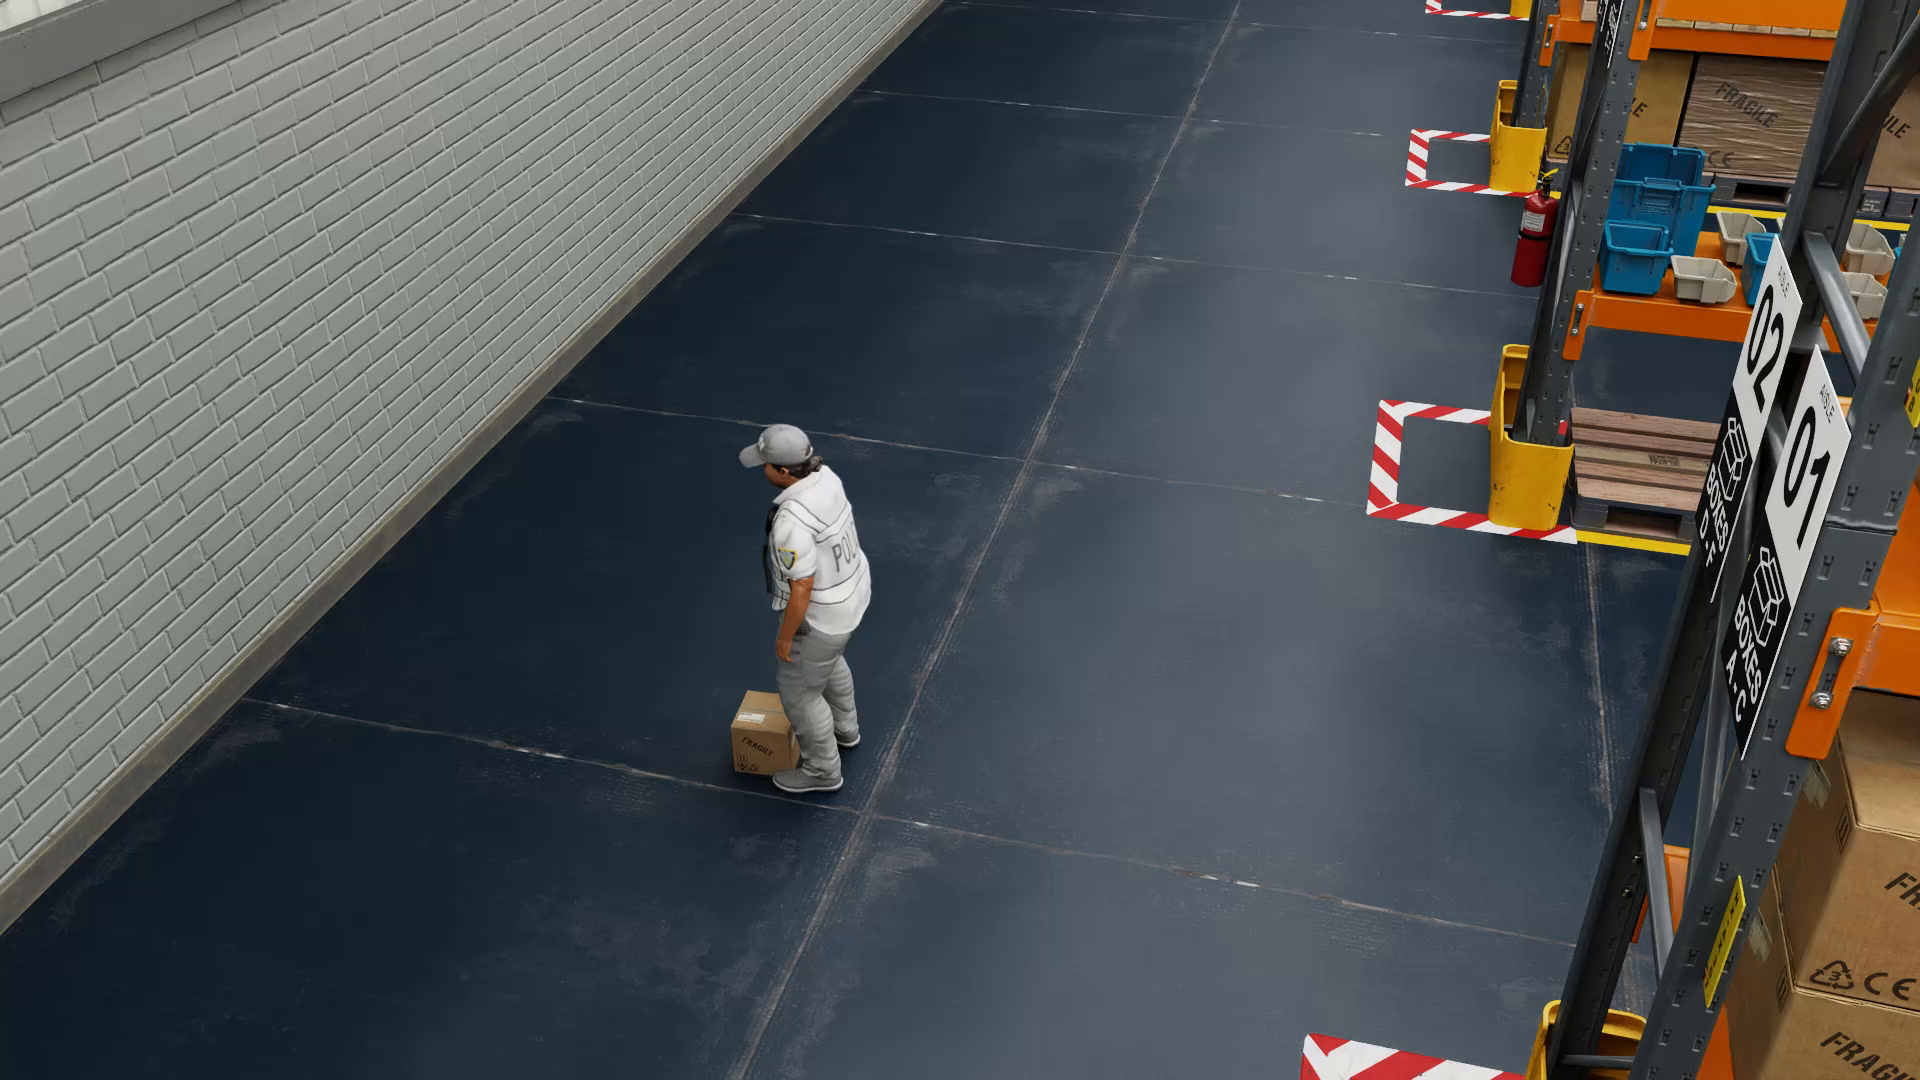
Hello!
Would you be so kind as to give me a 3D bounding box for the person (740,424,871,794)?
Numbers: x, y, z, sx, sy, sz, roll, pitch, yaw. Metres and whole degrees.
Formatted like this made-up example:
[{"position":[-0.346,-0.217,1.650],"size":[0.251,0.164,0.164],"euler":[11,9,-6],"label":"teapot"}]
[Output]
[{"position":[-0.607,0.268,6.721],"size":[0.465,1.666,0.538],"euler":[8,34,13],"label":"person"}]
